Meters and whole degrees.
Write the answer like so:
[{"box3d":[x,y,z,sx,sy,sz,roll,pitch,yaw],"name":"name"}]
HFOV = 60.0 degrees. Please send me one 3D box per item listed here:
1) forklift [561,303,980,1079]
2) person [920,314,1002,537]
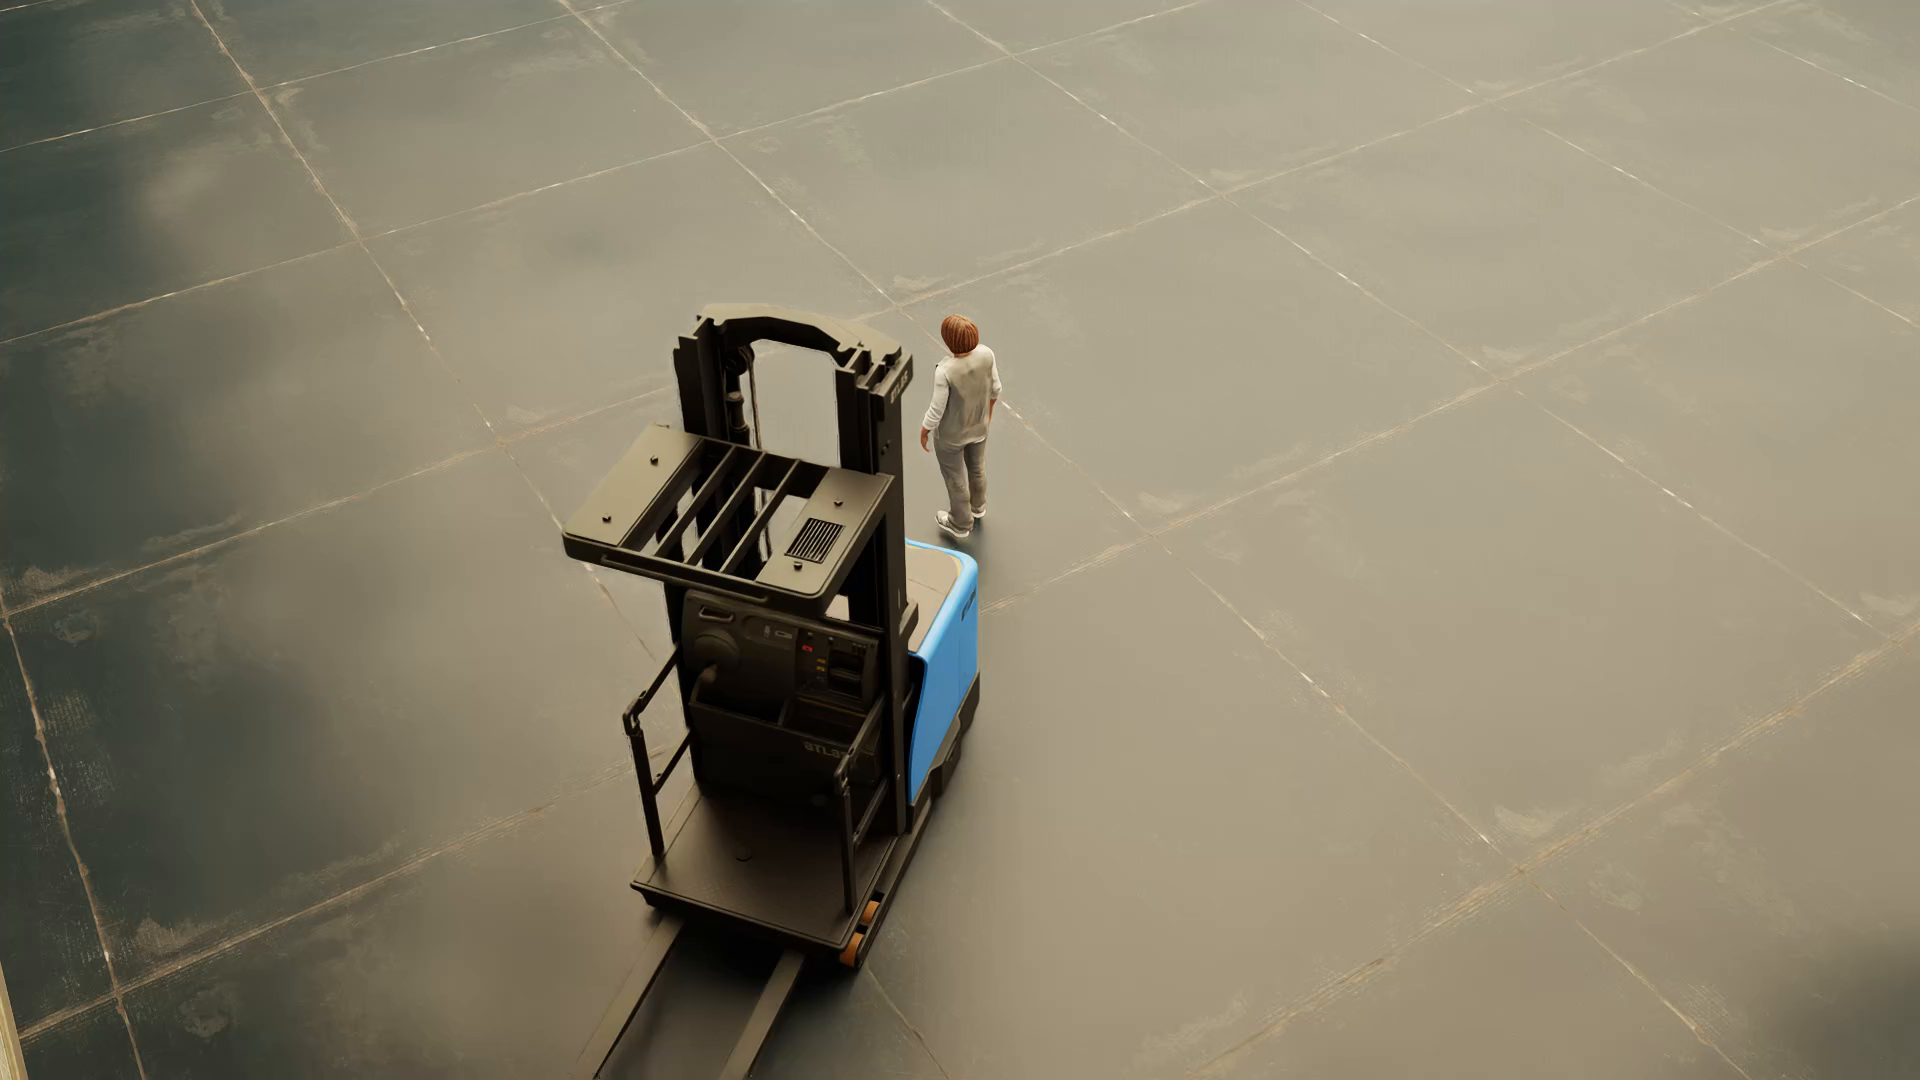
[{"box3d":[-0.872,0.587,7.199,1.130,2.935,3.031,13,43,15],"name":"forklift"},{"box3d":[-0.028,-0.683,9.594,0.519,1.598,0.474,-23,46,-24],"name":"person"}]
